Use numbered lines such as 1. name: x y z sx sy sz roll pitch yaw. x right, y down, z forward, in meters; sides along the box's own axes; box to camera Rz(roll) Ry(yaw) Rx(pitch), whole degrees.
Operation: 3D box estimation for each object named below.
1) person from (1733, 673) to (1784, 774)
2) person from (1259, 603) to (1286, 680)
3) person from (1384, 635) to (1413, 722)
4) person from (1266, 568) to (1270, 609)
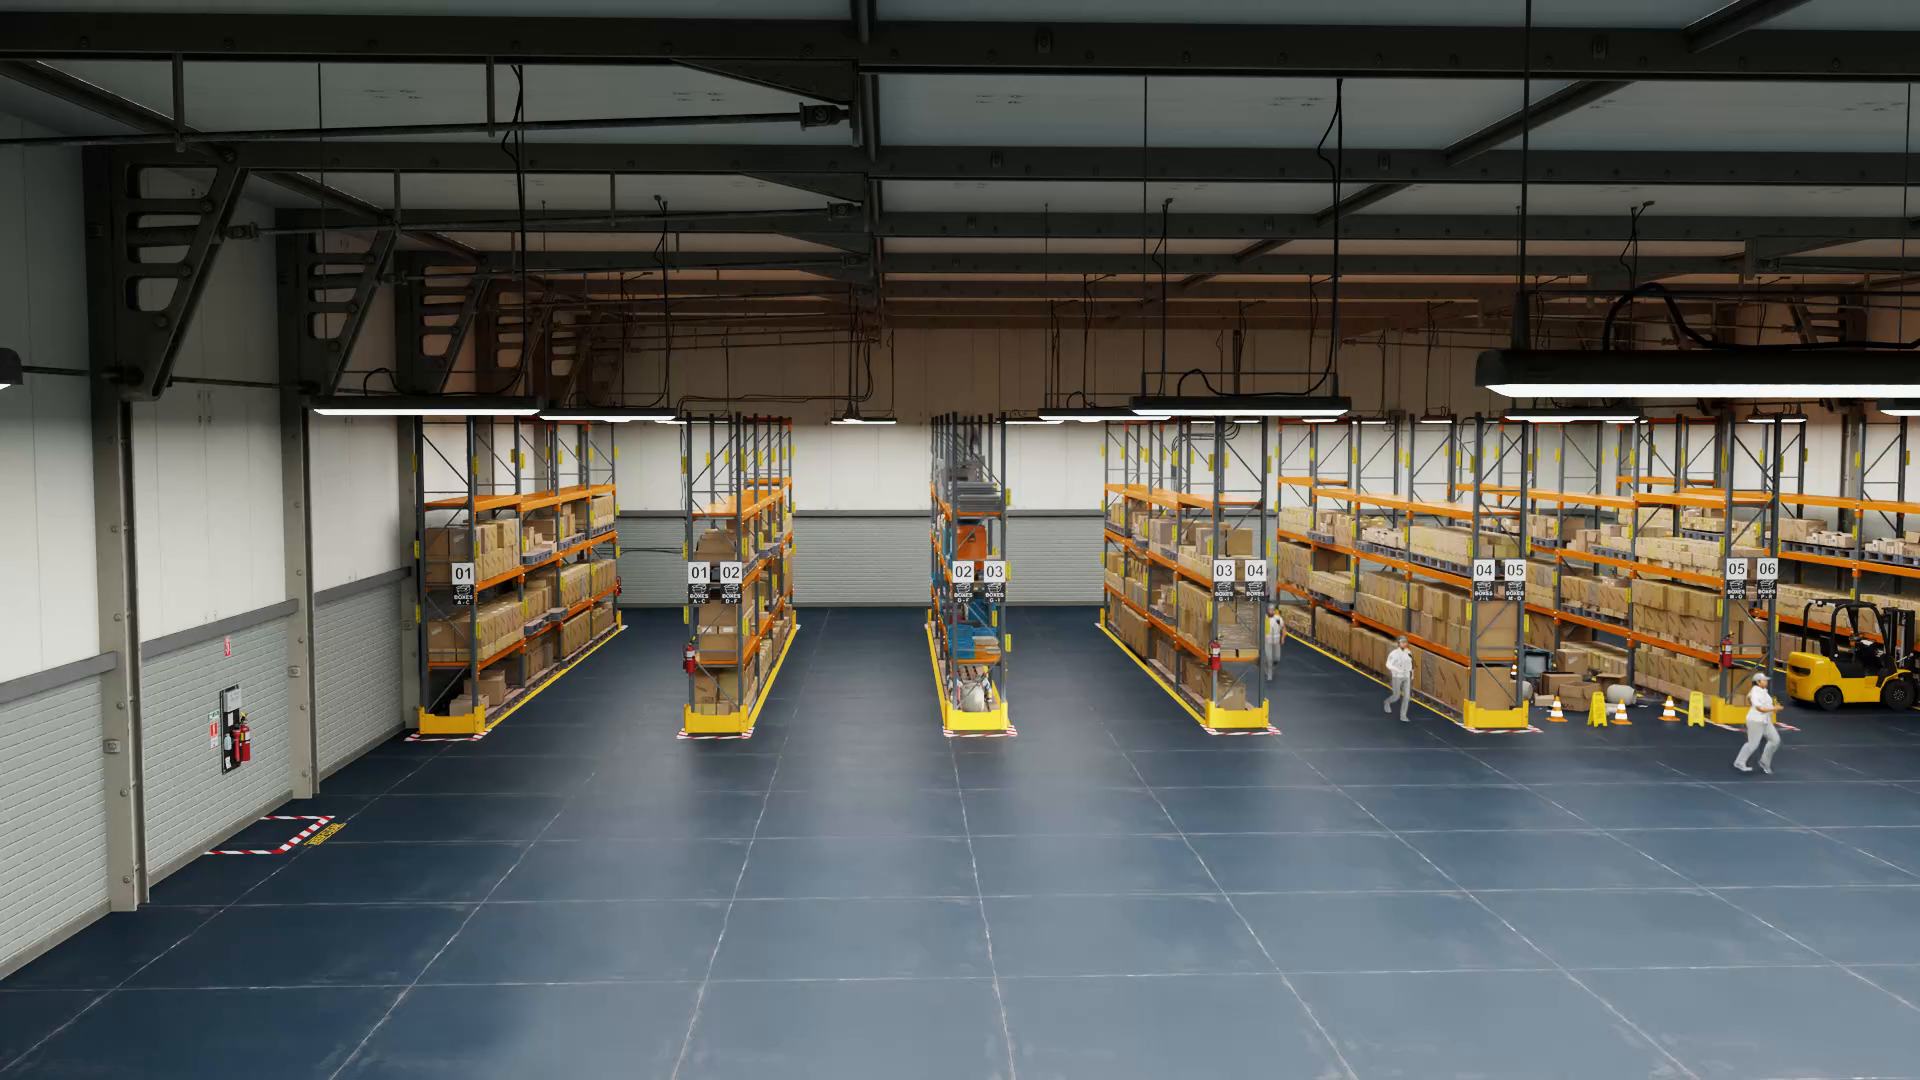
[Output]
1. person: 13.173 3.041 27.396 0.721 1.724 0.589 3 5 41
2. person: 7.059 2.291 37.762 0.696 1.742 0.619 0 4 -5
3. person: 8.585 2.676 32.451 0.647 1.667 0.745 -1 4 -16
4. person: 8.925 1.611 48.706 0.871 1.598 0.543 -1 4 -14
